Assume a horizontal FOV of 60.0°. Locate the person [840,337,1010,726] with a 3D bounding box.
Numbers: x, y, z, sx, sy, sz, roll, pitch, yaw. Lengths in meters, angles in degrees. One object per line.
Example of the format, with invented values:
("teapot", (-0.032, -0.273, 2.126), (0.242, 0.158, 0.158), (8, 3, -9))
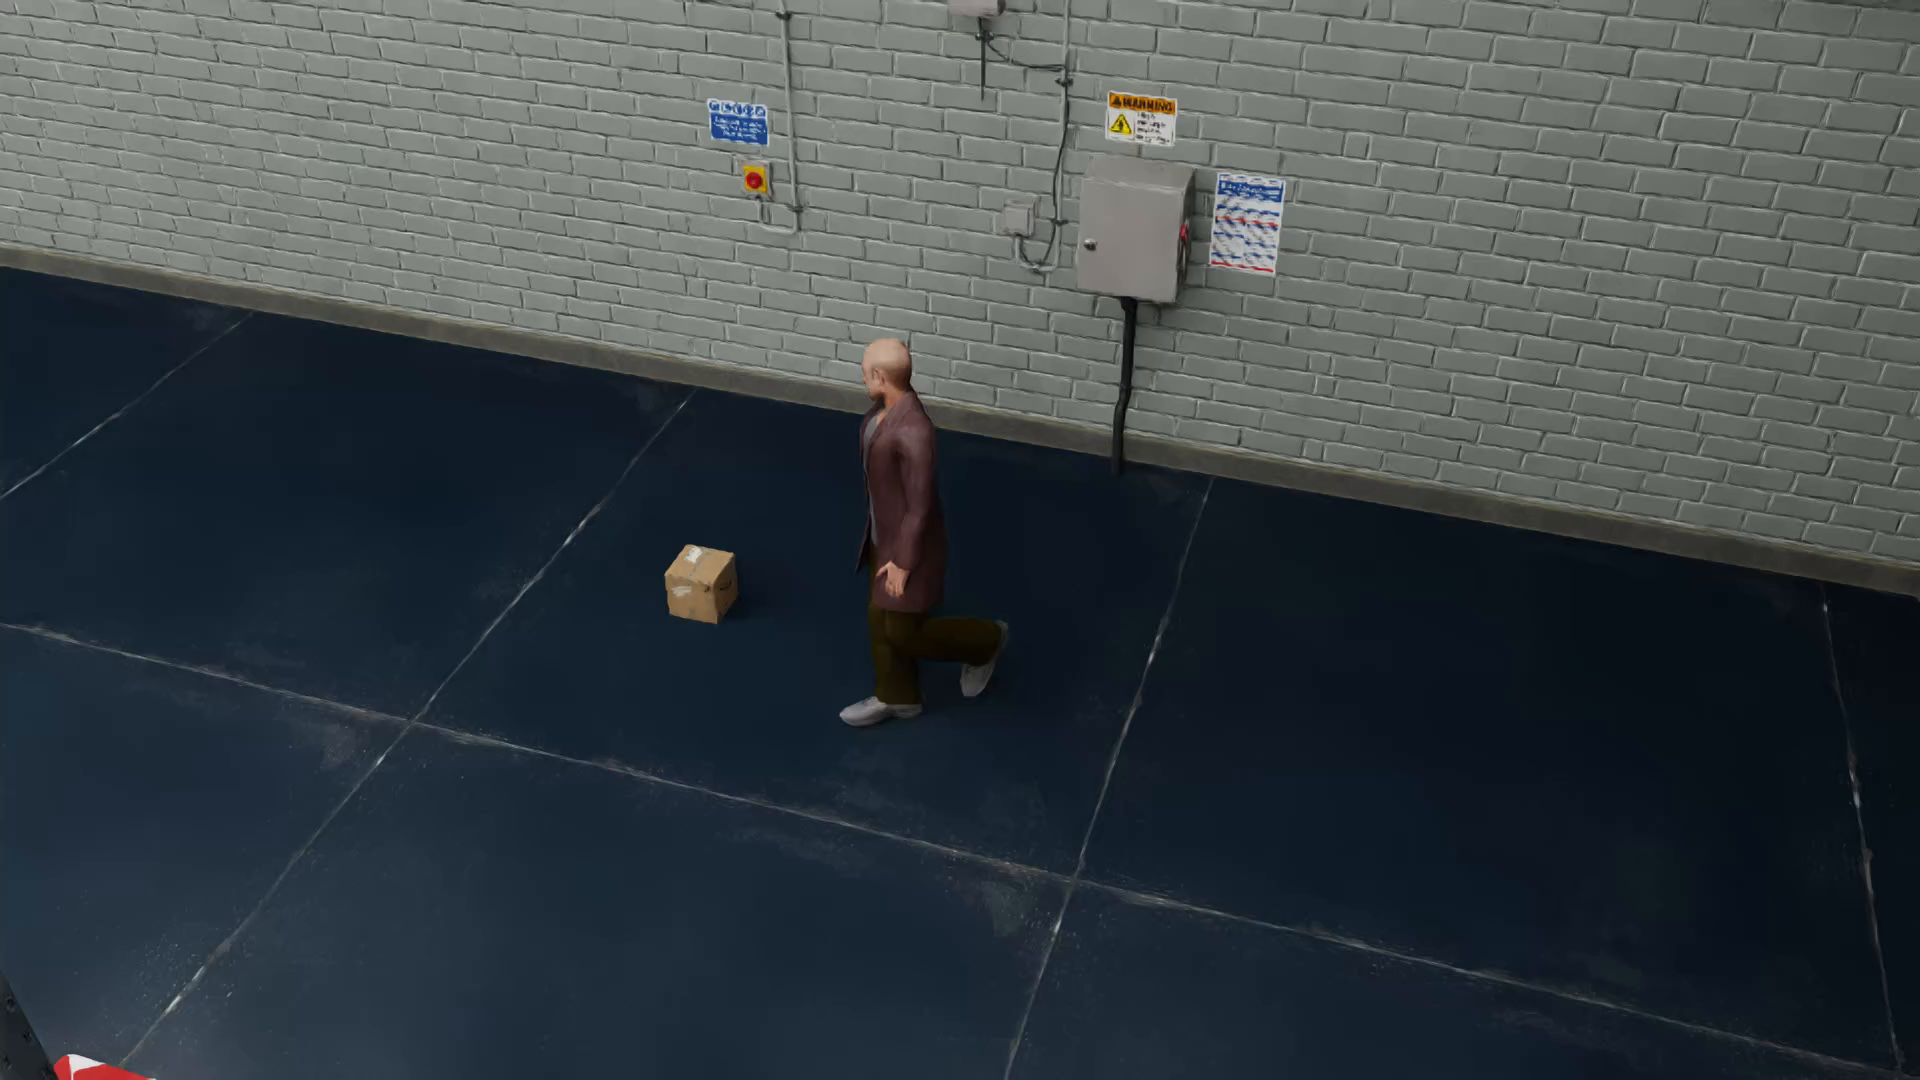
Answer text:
("person", (-0.188, -0.018, 6.951), (0.778, 1.749, 0.625), (-12, 38, -15))
